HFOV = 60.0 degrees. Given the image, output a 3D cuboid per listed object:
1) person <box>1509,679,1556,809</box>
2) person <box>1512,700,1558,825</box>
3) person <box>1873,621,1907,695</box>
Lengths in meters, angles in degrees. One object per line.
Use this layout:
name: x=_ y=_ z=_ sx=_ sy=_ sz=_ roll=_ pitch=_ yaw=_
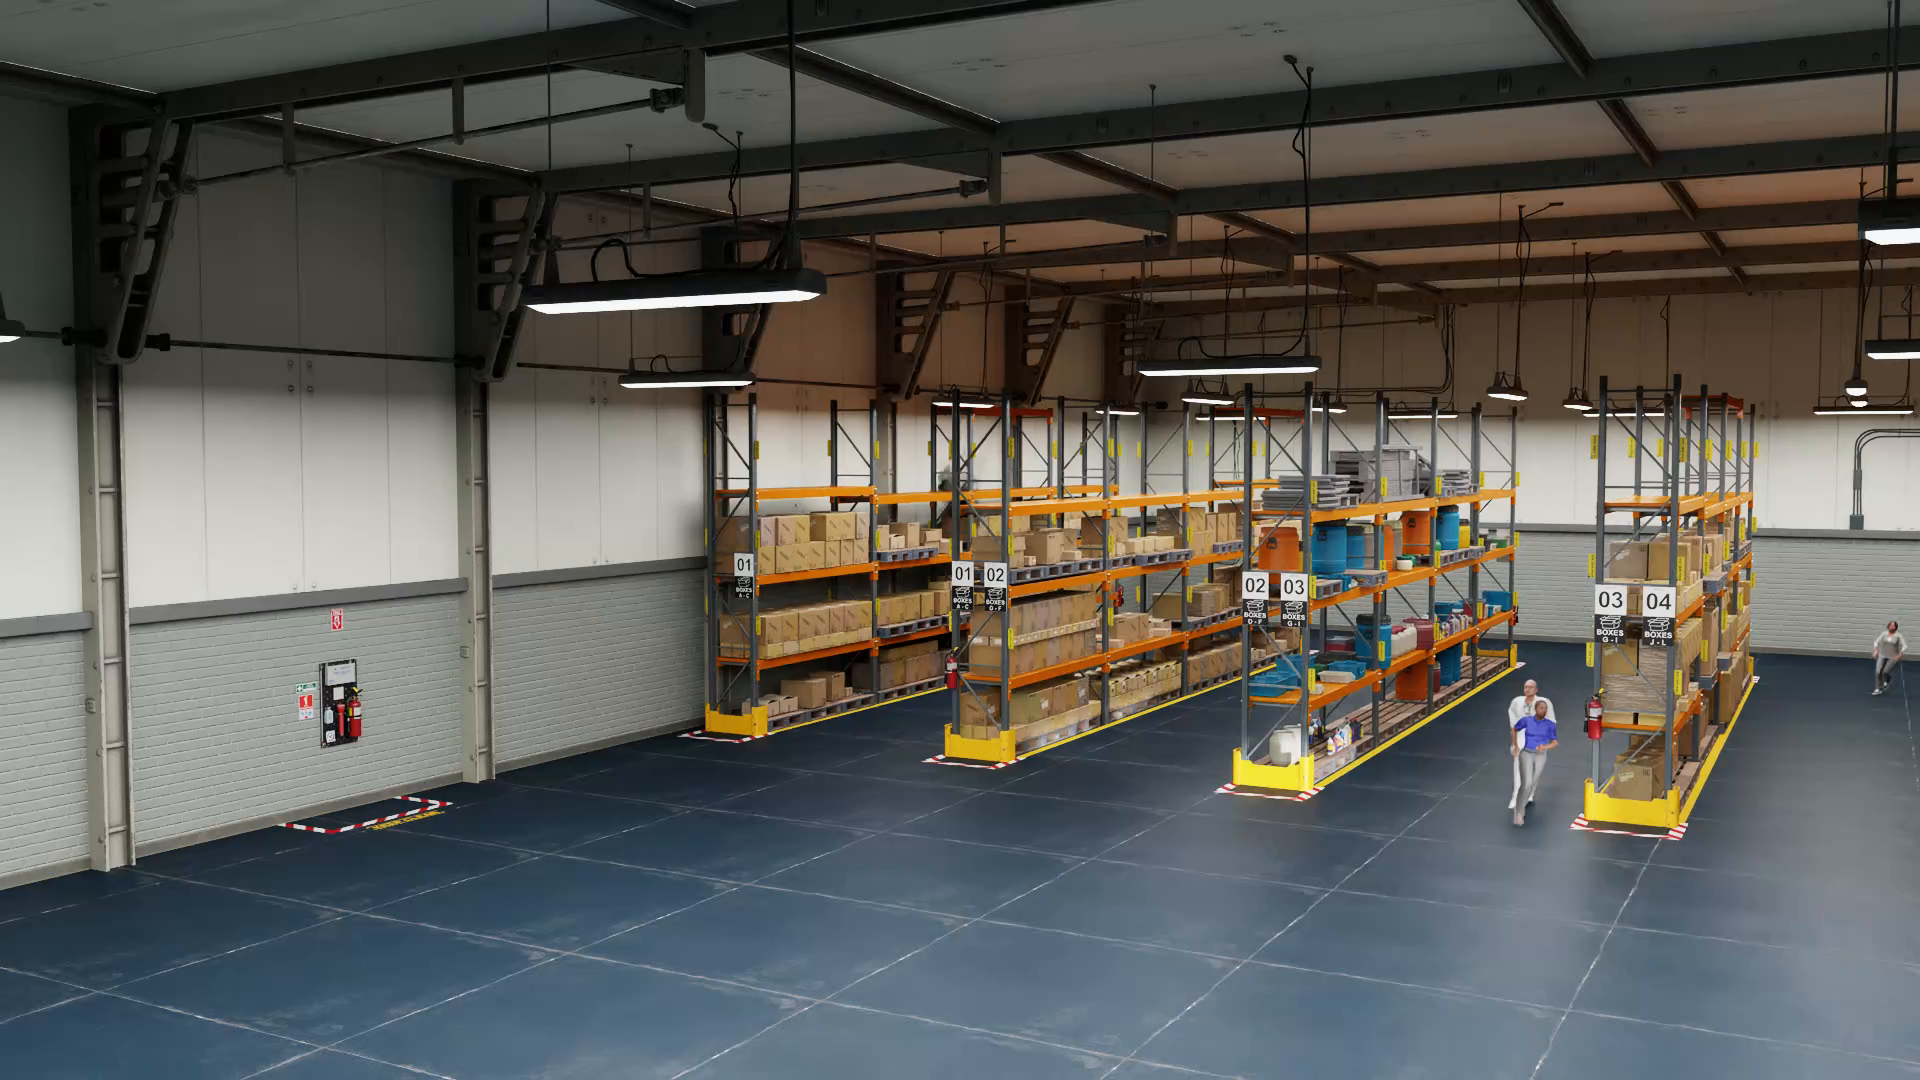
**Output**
person: x=8.004 y=2.858 z=23.423 sx=0.691 sy=1.767 sz=0.810 roll=2 pitch=4 yaw=30
person: x=7.733 y=2.998 z=22.419 sx=0.575 sy=1.683 sz=0.667 roll=0 pitch=3 yaw=4
person: x=18.958 y=2.410 z=33.950 sx=0.486 sy=1.541 sz=0.592 roll=-3 pitch=4 yaw=-44
